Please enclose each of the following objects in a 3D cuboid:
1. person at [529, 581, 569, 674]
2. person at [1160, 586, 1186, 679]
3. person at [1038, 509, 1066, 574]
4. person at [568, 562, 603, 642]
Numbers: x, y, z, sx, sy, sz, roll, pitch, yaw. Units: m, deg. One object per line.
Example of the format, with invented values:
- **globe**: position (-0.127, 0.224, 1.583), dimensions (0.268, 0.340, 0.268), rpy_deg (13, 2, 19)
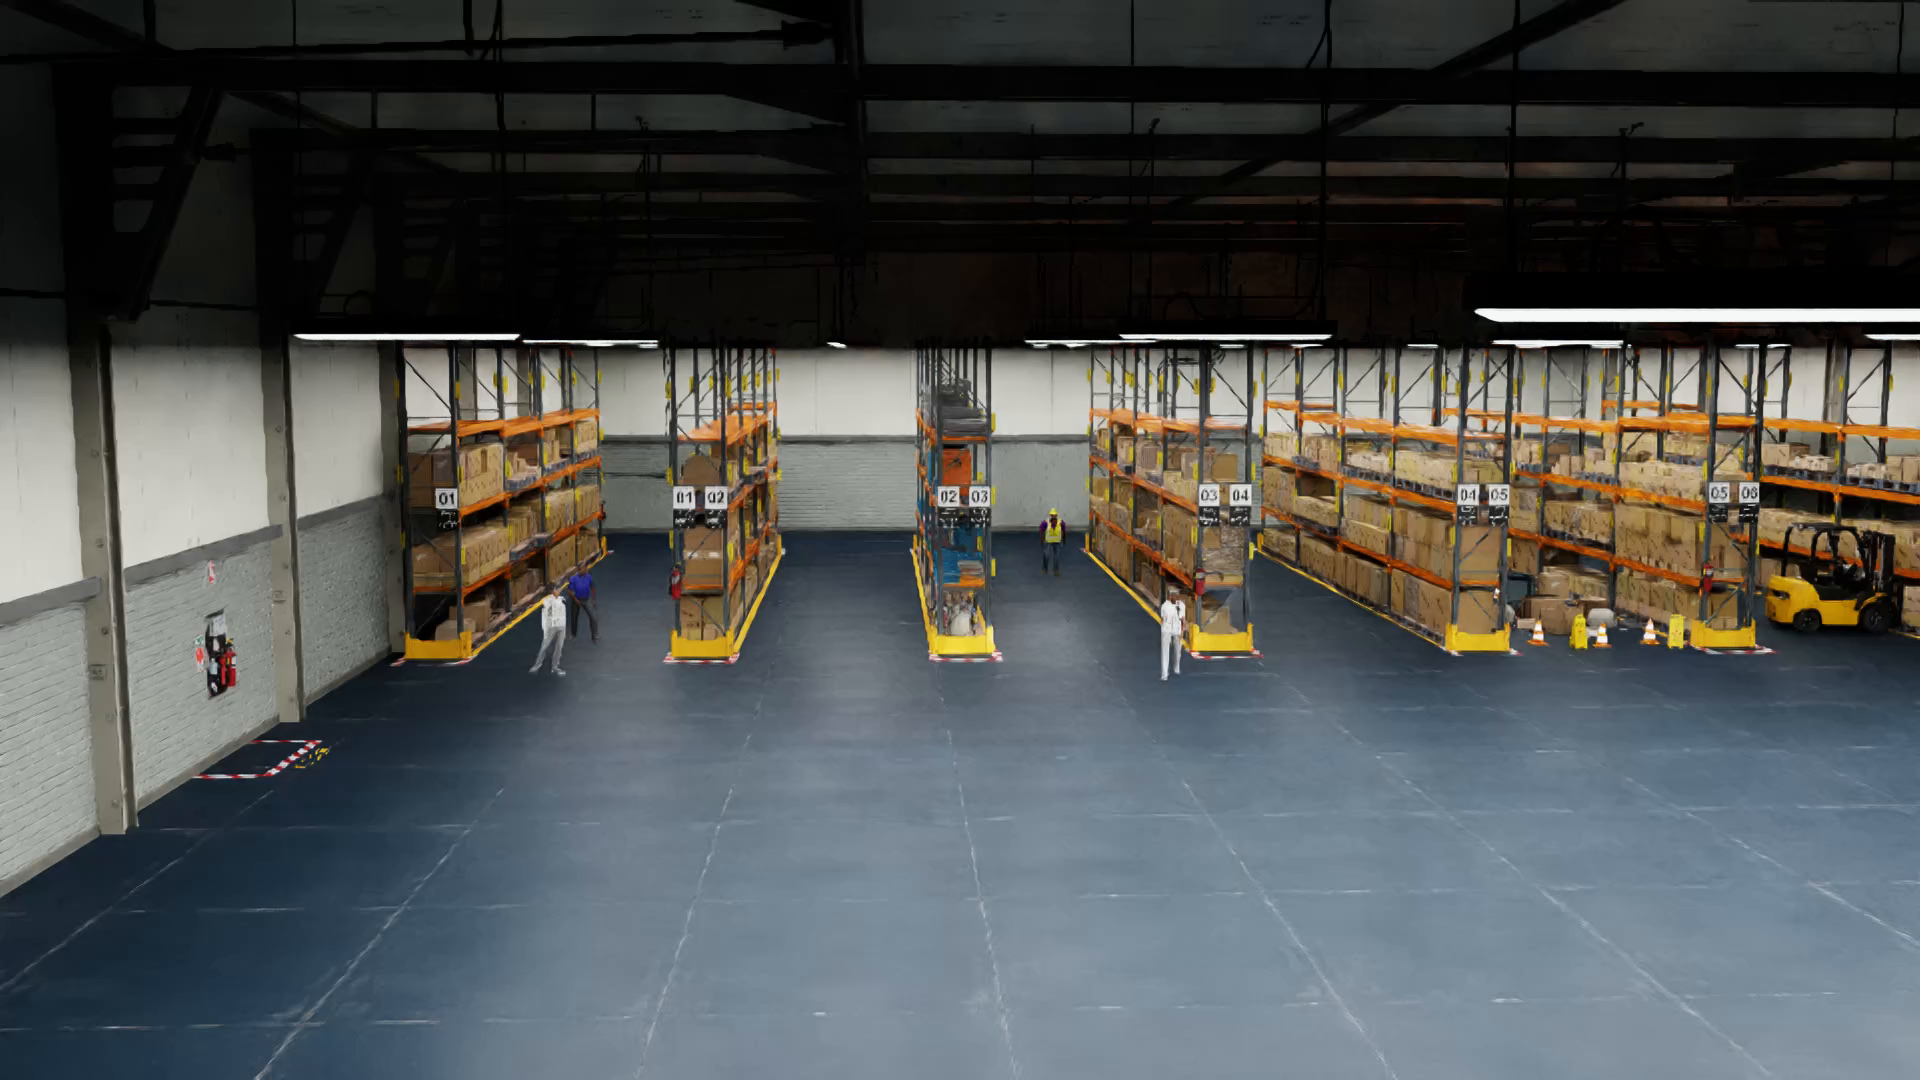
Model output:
- **person**: position (-7.289, 1.559, 29.476), dimensions (0.668, 1.660, 0.500), rpy_deg (-6, 9, -43)
- **person**: position (3.733, 1.605, 29.122), dimensions (0.443, 1.611, 1.000), rpy_deg (1, 7, 6)
- **person**: position (2.375, 0.019, 42.676), dimensions (0.719, 1.682, 0.578), rpy_deg (0, 7, -4)
- **person**: position (-7.422, 1.218, 32.751), dimensions (0.626, 1.579, 0.800), rpy_deg (-3, 7, -22)
